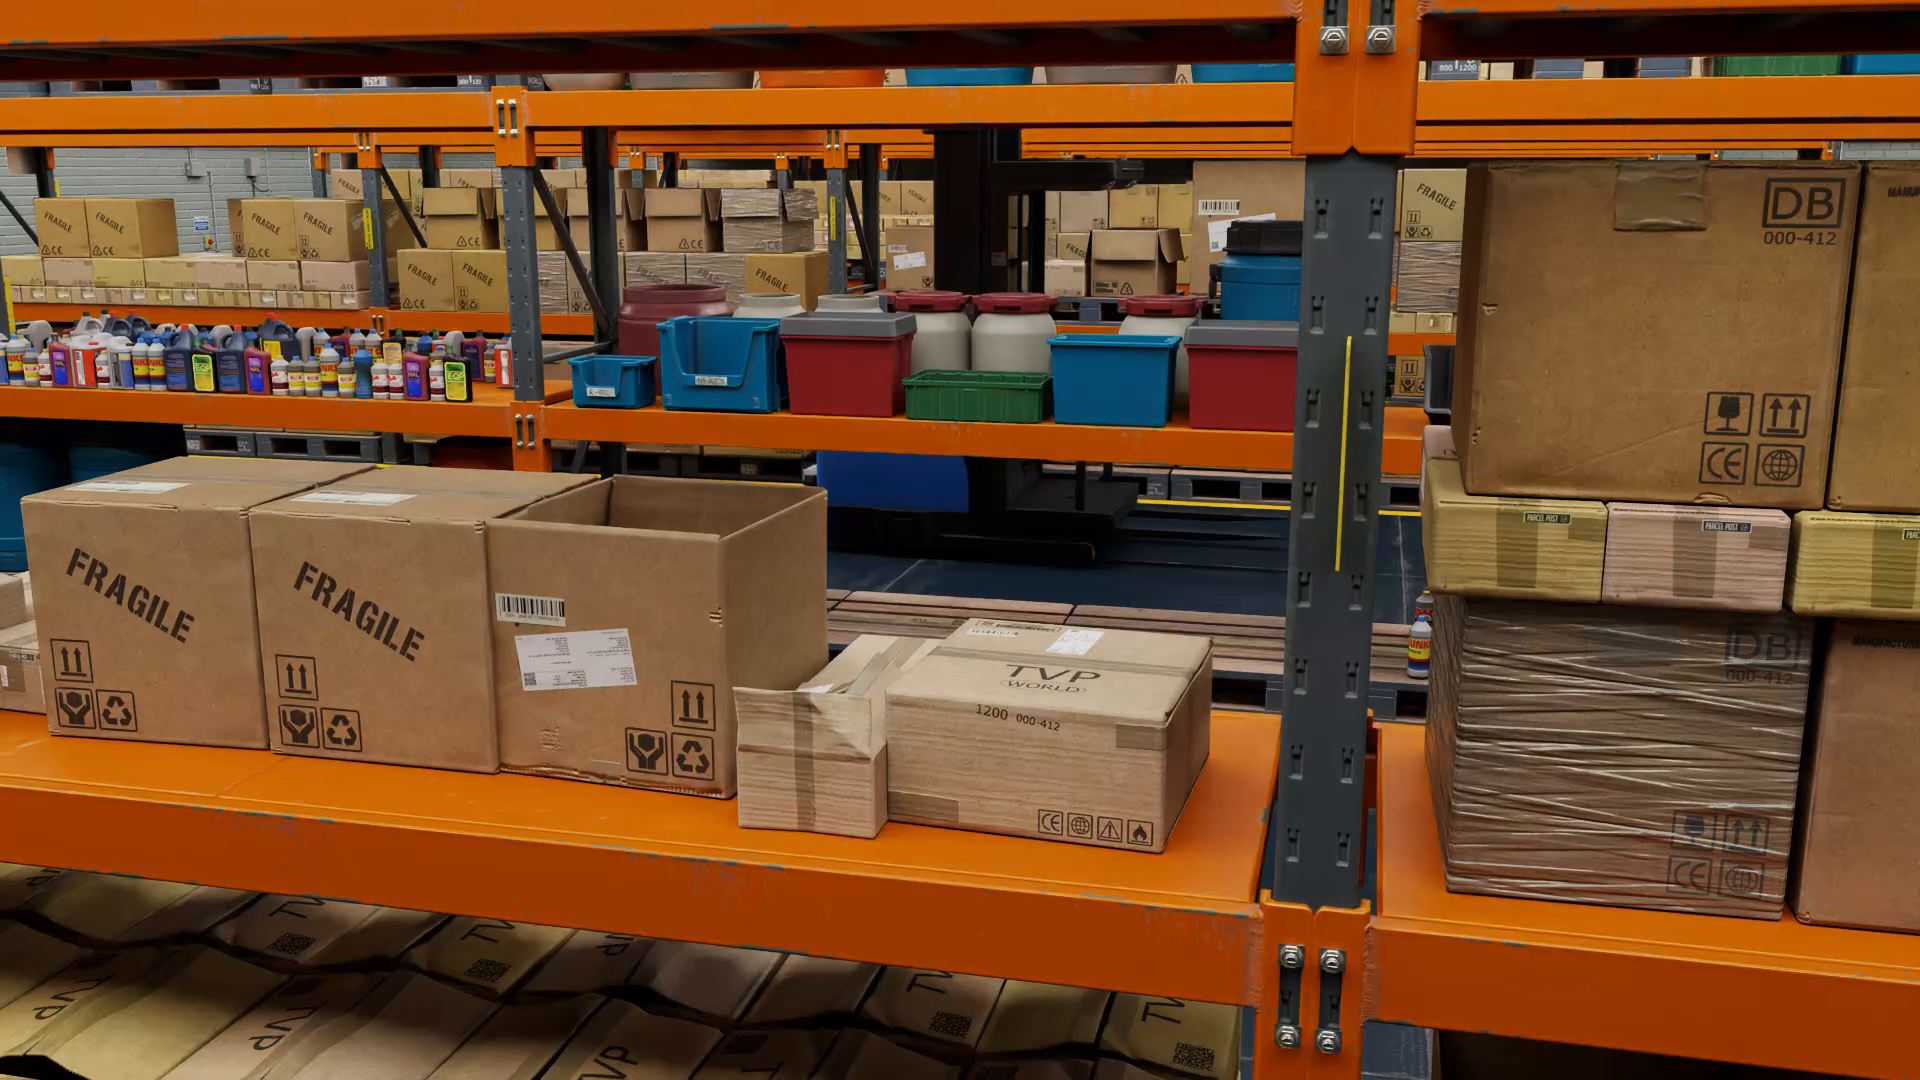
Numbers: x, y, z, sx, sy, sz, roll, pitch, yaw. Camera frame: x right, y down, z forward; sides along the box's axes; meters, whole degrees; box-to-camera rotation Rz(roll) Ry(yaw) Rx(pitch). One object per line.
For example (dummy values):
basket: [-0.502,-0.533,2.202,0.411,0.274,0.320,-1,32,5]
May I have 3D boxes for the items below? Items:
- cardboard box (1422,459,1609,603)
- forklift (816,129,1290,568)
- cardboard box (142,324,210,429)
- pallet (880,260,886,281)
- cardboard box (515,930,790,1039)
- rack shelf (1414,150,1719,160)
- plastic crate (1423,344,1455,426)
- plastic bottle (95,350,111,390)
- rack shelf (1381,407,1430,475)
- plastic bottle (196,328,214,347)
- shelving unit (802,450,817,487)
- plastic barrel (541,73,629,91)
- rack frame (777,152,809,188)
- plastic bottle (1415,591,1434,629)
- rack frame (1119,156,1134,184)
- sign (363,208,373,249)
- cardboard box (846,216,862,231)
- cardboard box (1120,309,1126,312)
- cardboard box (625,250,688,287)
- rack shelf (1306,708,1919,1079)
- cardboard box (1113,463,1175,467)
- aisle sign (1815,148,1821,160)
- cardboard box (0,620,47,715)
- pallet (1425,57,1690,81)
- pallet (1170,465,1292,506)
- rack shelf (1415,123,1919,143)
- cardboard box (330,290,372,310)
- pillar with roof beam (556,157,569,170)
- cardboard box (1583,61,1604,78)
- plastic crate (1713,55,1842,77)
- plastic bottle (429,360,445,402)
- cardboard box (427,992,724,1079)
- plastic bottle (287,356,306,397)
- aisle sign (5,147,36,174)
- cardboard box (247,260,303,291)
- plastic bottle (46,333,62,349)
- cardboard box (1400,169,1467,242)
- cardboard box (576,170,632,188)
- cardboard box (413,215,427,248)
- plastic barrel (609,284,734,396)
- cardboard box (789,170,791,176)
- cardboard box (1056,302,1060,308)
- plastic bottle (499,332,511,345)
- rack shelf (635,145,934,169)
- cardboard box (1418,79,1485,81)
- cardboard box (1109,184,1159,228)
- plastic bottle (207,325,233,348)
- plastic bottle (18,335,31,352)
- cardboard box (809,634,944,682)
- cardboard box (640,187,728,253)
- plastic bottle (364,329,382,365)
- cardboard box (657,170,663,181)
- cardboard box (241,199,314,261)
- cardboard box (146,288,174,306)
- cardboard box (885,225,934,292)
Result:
cardboard box: [0.882,-0.022,2.679,0.250,0.149,0.380,3,13,13]
forklift: [0.625,-1.383,10.701,3.031,2.935,1.130,3,13,15]
cardboard box: [-7.081,-1.521,15.100,0.875,0.875,0.875,3,13,14]
pallet: [-0.269,-2.960,18.095,1.003,0.211,1.213,3,13,14]
cardboard box: [-0.661,1.025,3.773,0.500,0.311,0.500,3,13,12]
rack shelf: [7.361,-4.887,21.073,4.000,0.370,1.077,3,13,14]
plastic crate: [2.336,-0.668,7.464,0.504,0.338,0.767,3,13,14]
plastic bottle: [-4.546,-0.907,8.854,0.097,0.201,0.097,0,13,0]
rack shelf: [3.800,-0.298,7.311,4.000,0.370,1.077,3,13,14]
plastic bottle: [-4.260,-1.061,9.388,0.097,0.271,0.097,0,13,0]
shelving unit: [-0.938,-0.496,11.382,0.210,0.900,0.258,2,13,15]
plastic barrel: [-1.797,-2.399,7.936,0.421,0.512,0.421,0,13,0]
rack frame: [-2.348,-4.293,23.659,0.127,3.000,1.000,3,13,14]
plastic bottle: [2.285,0.352,8.166,0.097,0.201,0.097,0,13,0]
rack frame: [2.722,-5.130,27.429,0.127,3.000,1.000,3,13,14]
sign: [-4.853,-2.554,13.638,0.005,0.325,0.100,3,13,14]
cardboard box: [-1.128,-3.395,17.849,0.250,0.149,0.380,3,13,14]
cardboard box: [1.867,-2.051,17.777,0.750,0.750,1.050,3,13,14]
cardboard box: [-2.364,-2.077,13.441,0.500,0.500,0.500,3,13,12]
rack shelf: [2.610,0.744,2.617,4.000,0.370,1.077,3,13,14]
cardboard box: [1.452,-0.883,13.042,0.500,0.500,0.700,2,13,9]
aisle sign: [8.356,-3.953,16.123,0.004,0.787,0.394,3,13,14]
cardboard box: [-1.964,0.258,3.724,0.250,0.149,0.380,4,13,18]
pallet: [2.582,-2.108,7.320,1.003,0.211,1.213,3,13,14]
pallet: [2.289,-0.473,12.878,1.213,0.211,1.003,3,13,14]
rack shelf: [4.987,-2.804,11.680,4.000,0.370,1.077,3,13,14]
cardboard box: [-5.096,-2.034,14.054,0.250,0.149,0.380,3,13,14]
pillar with roof beam: [-8.479,-7.898,26.055,0.400,9.000,9.100,3,13,14]
cardboard box: [4.306,-3.244,11.432,0.250,0.149,0.380,3,13,12]
plastic crate: [3.325,-1.974,6.771,0.450,0.188,0.336,3,13,14]
plastic bottle: [-2.628,-0.804,8.392,0.097,0.201,0.097,0,13,0]
cardboard box: [-0.784,1.140,3.256,0.500,0.311,0.500,3,13,13]
plastic bottle: [-3.419,-0.847,8.583,0.097,0.201,0.097,0,13,0]
aisle sign: [-8.603,-3.753,15.222,0.004,0.787,0.394,3,13,14]
cardboard box: [-5.716,-2.275,14.224,0.500,0.250,0.500,3,13,15]
plastic bottle: [-5.329,-1.118,9.806,0.097,0.201,0.097,0,13,0]
cardboard box: [3.421,-2.399,11.898,0.500,0.500,0.500,3,13,14]
cardboard box: [-3.957,-3.897,18.646,0.500,0.500,0.500,3,13,12]
cardboard box: [-5.951,-3.517,19.242,0.500,0.500,0.500,3,13,14]
plastic barrel: [-1.502,-1.066,8.800,0.708,0.536,0.600,3,13,14]
cardboard box: [-2.592,-5.218,23.790,0.250,0.149,0.380,3,13,13]
cardboard box: [0.885,-3.307,23.149,0.875,0.875,0.875,3,13,13]
plastic bottle: [-2.474,-1.000,9.111,0.097,0.271,0.097,0,13,0]
rack shelf: [-1.494,-4.256,18.229,4.000,0.370,1.077,3,13,14]
cardboard box: [3.421,-3.108,11.738,0.500,0.250,0.500,3,13,11]
cardboard box: [1.872,-3.499,17.540,0.500,0.500,0.700,3,13,13]
plastic bottle: [-4.248,-1.091,9.510,0.135,0.276,0.152,3,13,14]
plastic bottle: [-5.460,-1.091,9.685,0.097,0.201,0.097,0,13,0]
cardboard box: [-0.143,0.323,3.435,0.250,0.149,0.380,3,13,14]
cardboard box: [-2.176,-2.616,13.553,0.637,0.503,0.797,3,13,15]
plastic bottle: [-3.277,-1.042,9.304,0.097,0.271,0.097,0,13,0]
cardboard box: [-4.191,-5.185,23.642,0.250,0.149,0.380,3,13,14]
cardboard box: [-5.718,-2.642,14.144,0.500,0.500,0.500,3,13,14]
cardboard box: [-6.846,-2.127,14.475,0.250,0.149,0.380,3,13,12]
cardboard box: [-0.305,-2.236,13.186,0.500,0.500,0.500,1,13,7]
